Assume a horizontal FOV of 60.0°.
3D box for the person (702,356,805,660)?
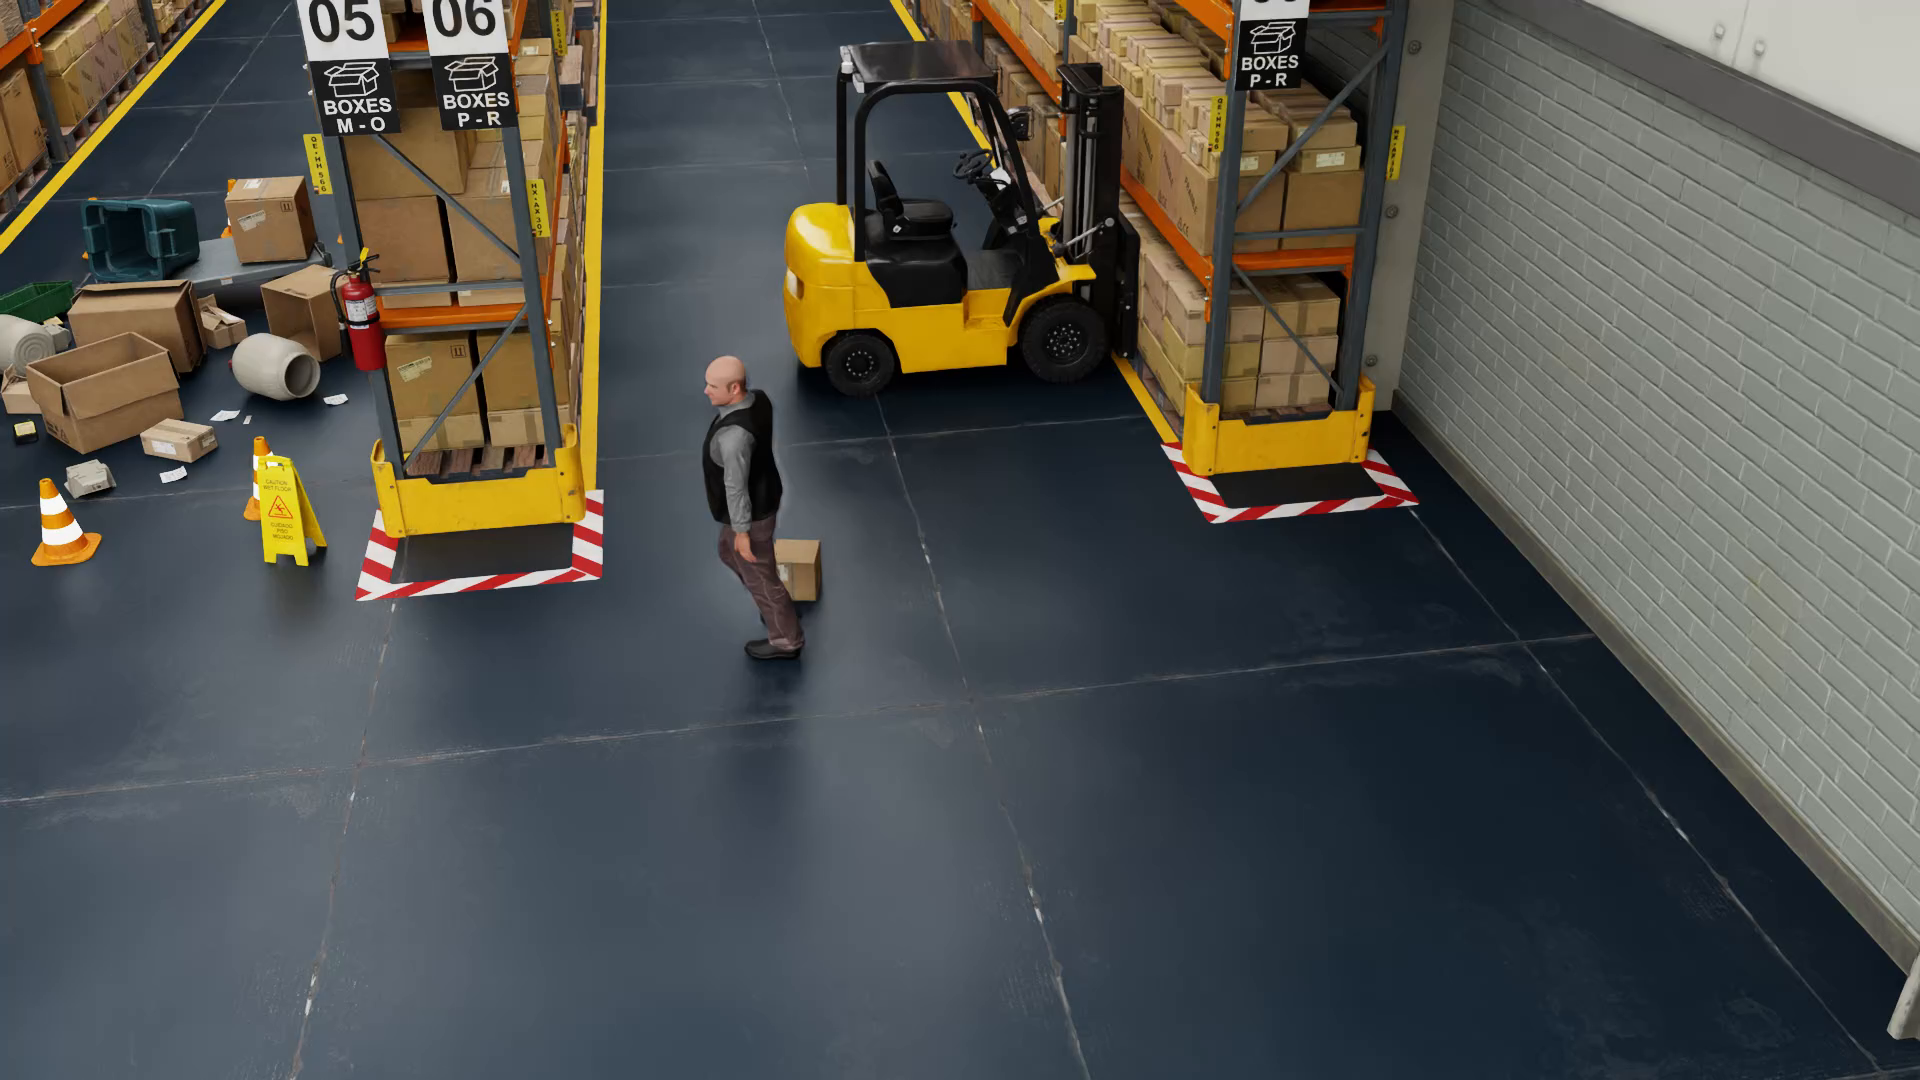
[{"bbox_3d":[-1.048,-0.158,8.403,0.473,1.714,0.648,3,31,4],"label":"person"}]
